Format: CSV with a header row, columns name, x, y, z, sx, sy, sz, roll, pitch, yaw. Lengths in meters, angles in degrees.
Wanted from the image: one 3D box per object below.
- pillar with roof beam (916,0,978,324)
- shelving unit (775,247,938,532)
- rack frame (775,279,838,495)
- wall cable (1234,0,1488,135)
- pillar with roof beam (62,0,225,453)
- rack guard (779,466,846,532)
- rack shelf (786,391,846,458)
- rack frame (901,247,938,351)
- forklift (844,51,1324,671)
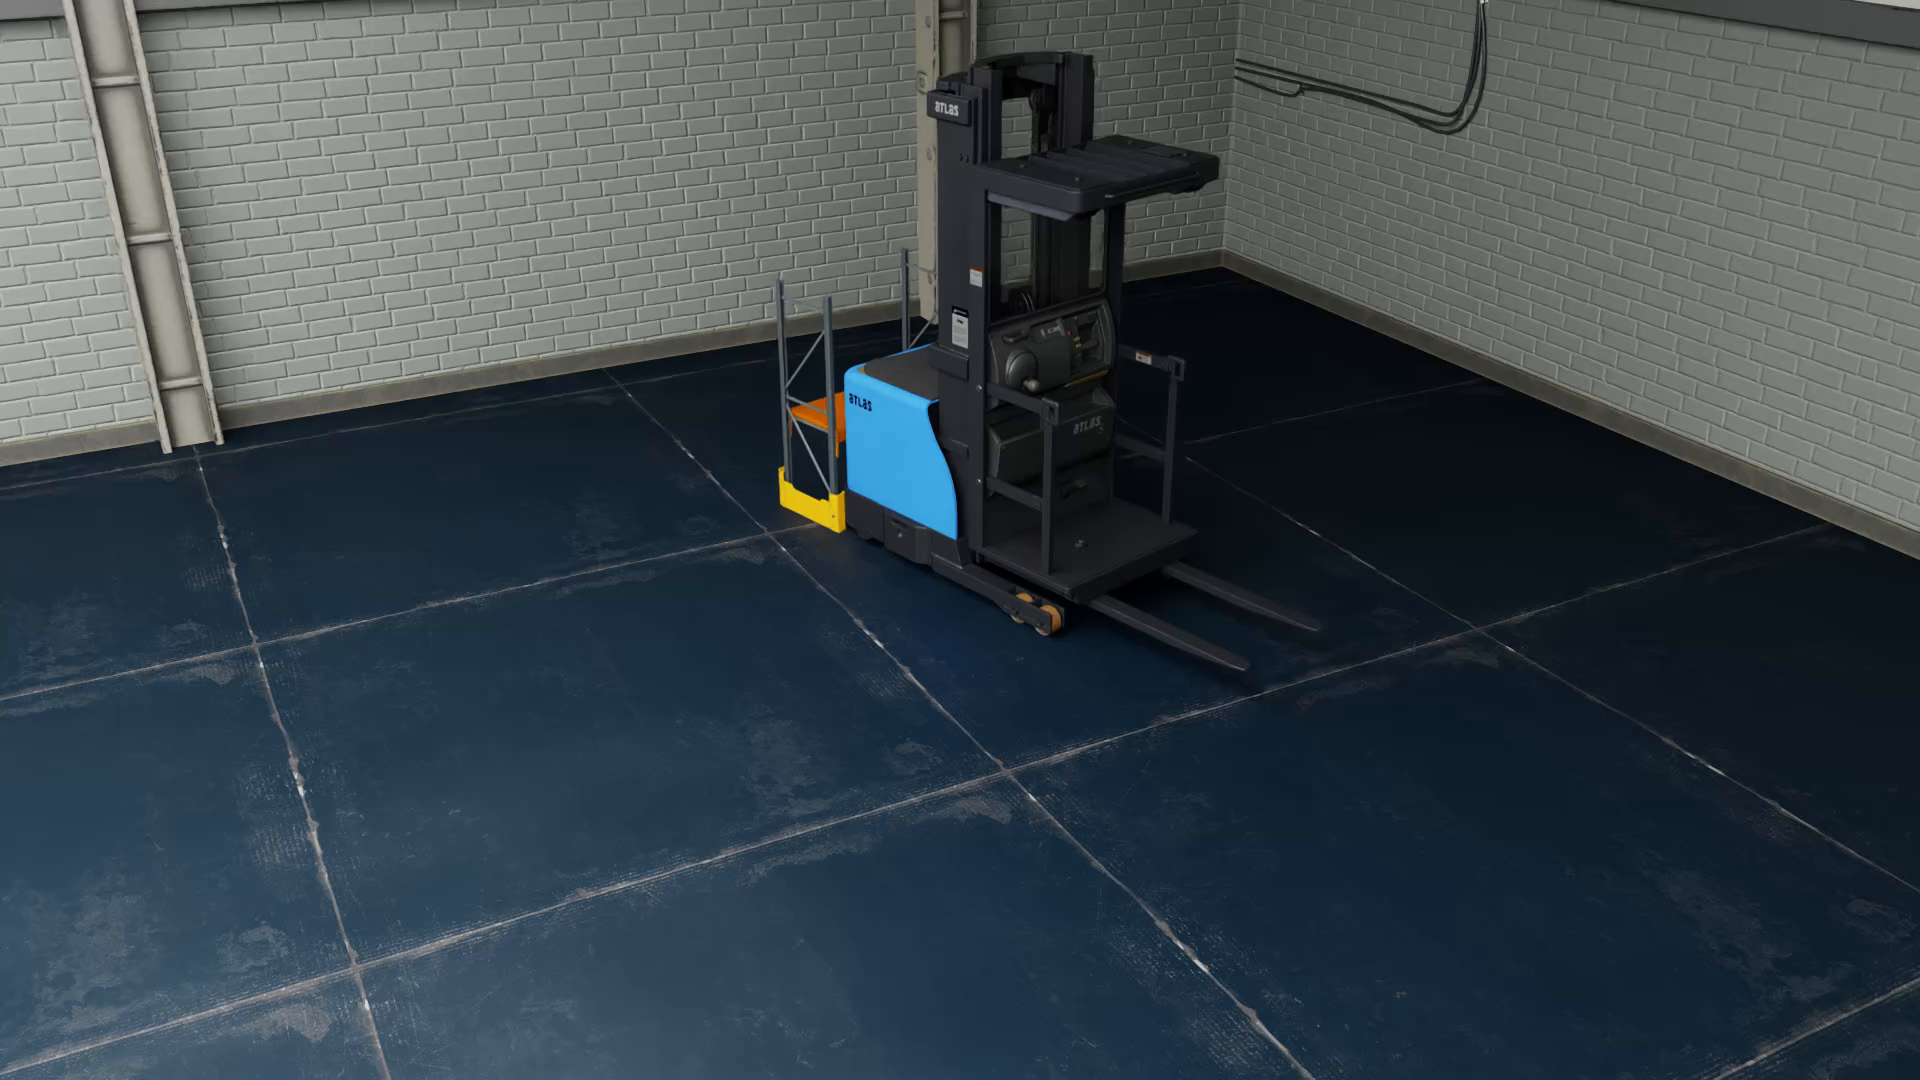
name,x,y,z,sx,sy,sz,roll,pitch,yaw
pillar with roof beam,1.919,-4.330,8.872,0.400,9.000,9.100,-13,29,-25
shelving unit,-0.574,-0.975,10.548,1.083,1.500,0.587,-22,33,-38
rack frame,-0.937,-0.827,10.239,0.032,1.500,0.500,-22,33,-38
wall cable,3.115,-4.670,13.167,0.112,2.526,3.097,-13,29,-25
pillar with roof beam,-3.375,-3.108,6.327,0.400,9.000,9.100,-13,29,-25
rack guard,-0.936,-0.264,10.510,0.087,0.250,0.587,-22,33,-38
rack shelf,-0.567,-0.816,10.631,1.000,0.185,0.538,-22,33,-38
rack frame,-0.198,-1.129,10.868,0.032,1.500,0.500,-22,33,-38
forklift,0.657,-1.046,9.041,1.130,2.935,3.031,-22,33,-37
